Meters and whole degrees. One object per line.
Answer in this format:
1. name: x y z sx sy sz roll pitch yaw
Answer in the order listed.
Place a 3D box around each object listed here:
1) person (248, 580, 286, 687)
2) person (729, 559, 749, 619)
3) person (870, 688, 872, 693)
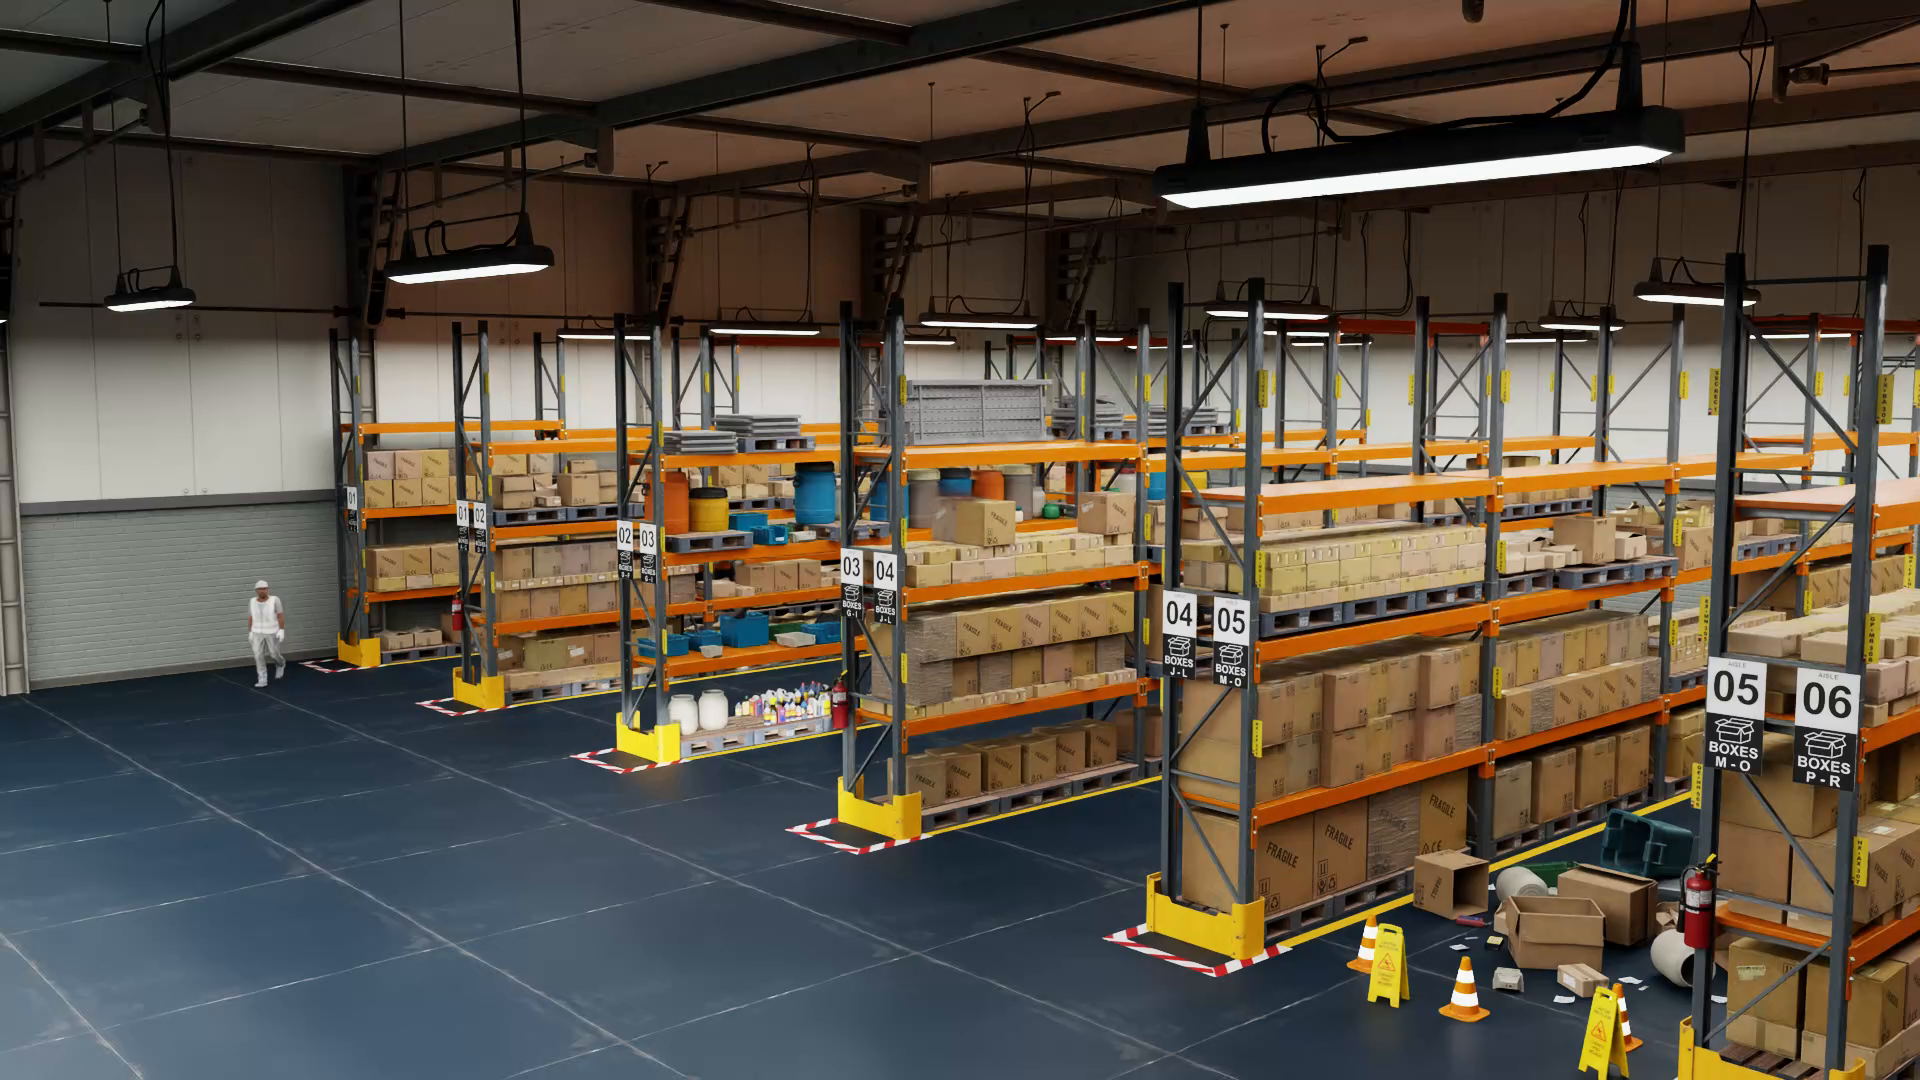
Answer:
1. person: -11.549 1.536 27.712 0.564 1.767 0.789 0 6 -2
2. person: -4.544 0.979 33.705 0.488 1.716 0.567 -1 6 -14
3. person: -1.172 1.718 26.588 0.898 1.621 0.541 5 7 39
